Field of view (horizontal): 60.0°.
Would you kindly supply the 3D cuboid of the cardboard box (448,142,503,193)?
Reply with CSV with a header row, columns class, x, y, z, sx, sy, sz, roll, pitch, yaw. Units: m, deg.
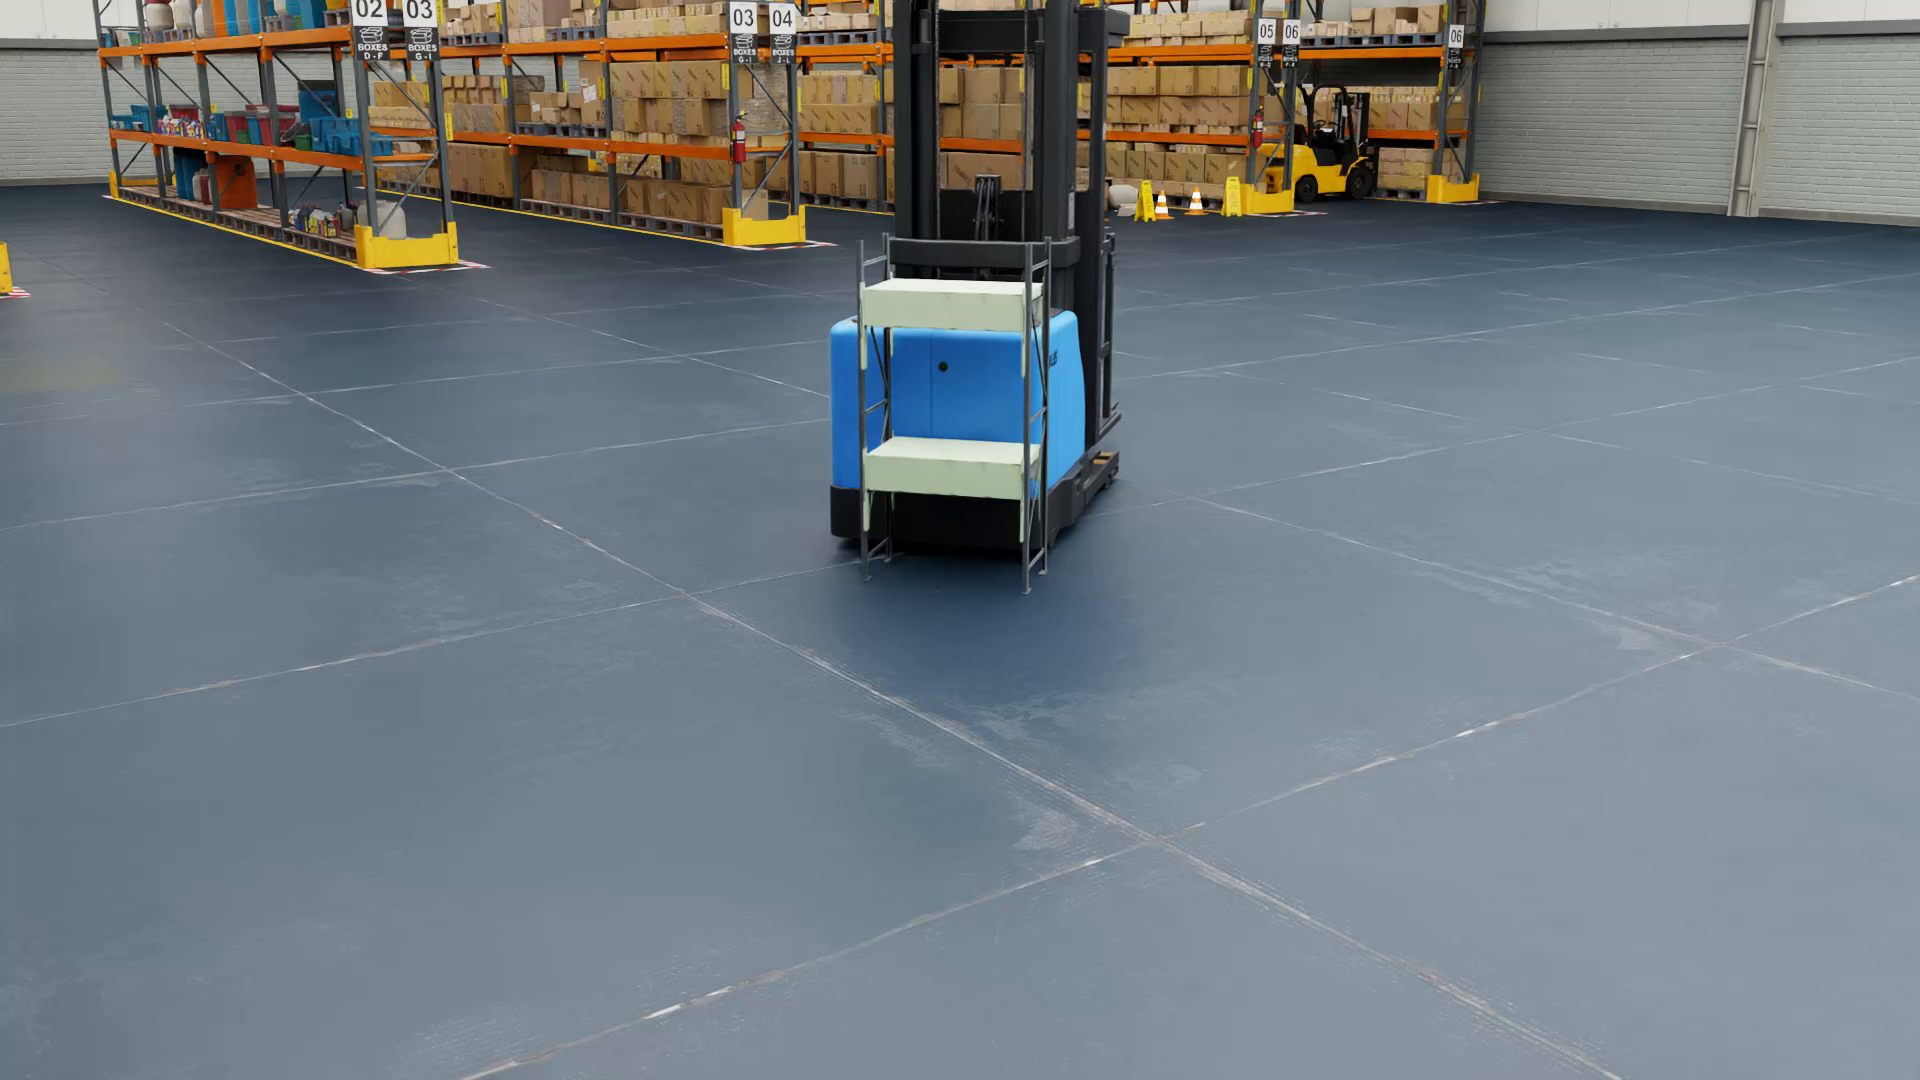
class,x,y,z,sx,sy,sz,roll,pitch,yaw
cardboard box,-8.821,-7.005,31.217,1.225,0.875,0.875,-12,19,-36

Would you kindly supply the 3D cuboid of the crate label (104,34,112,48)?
class,x,y,z,sx,sy,sz,roll,pitch,yaw
crate label,-15.817,-9.365,31.209,0.408,0.251,0.502,-11,19,-35

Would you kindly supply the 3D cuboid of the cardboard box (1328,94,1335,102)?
class,x,y,z,sx,sy,sz,roll,pitch,yaw
cardboard box,7.535,-8.778,33.048,0.380,0.149,0.250,-11,19,-35

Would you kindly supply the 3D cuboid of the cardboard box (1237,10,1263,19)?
class,x,y,z,sx,sy,sz,roll,pitch,yaw
cardboard box,4.894,-8.864,28.063,0.380,0.149,0.250,-11,19,-34

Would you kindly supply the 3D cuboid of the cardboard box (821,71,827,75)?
class,x,y,z,sx,sy,sz,roll,pitch,yaw
cardboard box,-3.019,-10.882,38.843,0.380,0.149,0.250,-11,19,-35

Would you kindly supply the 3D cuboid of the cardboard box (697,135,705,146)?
class,x,y,z,sx,sy,sz,roll,pitch,yaw
cardboard box,-3.488,-5.651,23.518,0.380,0.149,0.250,-11,19,-35

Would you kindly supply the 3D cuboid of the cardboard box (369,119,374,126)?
class,x,y,z,sx,sy,sz,roll,pitch,yaw
cardboard box,-12.150,-8.757,34.867,0.380,0.149,0.250,-11,19,-34

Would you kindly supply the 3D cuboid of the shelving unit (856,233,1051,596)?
class,x,y,z,sx,sy,sz,roll,pitch,yaw
shelving unit,-0.022,-0.559,7.278,0.755,1.500,0.431,4,16,15

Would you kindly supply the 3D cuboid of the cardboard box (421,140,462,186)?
class,x,y,z,sx,sy,sz,roll,pitch,yaw
cardboard box,-10.063,-7.483,32.962,0.875,0.875,0.875,-11,19,-35

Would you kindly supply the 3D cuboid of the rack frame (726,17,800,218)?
class,x,y,z,sx,sy,sz,roll,pitch,yaw
rack frame,-2.684,-5.589,22.815,1.000,3.000,0.127,-11,19,-35

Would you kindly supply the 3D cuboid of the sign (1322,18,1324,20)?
class,x,y,z,sx,sy,sz,roll,pitch,yaw
sign,7.441,-10.574,34.215,0.100,0.325,0.005,-11,19,-35

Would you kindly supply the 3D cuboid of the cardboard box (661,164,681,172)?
class,x,y,z,sx,sy,sz,roll,pitch,yaw
cardboard box,-6.111,-7.889,35.258,0.380,0.149,0.250,-10,18,-33

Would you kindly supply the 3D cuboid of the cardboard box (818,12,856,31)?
class,x,y,z,sx,sy,sz,roll,pitch,yaw
cardboard box,-2.173,-9.186,29.460,0.500,0.311,0.500,-12,19,-37

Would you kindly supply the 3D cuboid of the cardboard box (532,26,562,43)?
class,x,y,z,sx,sy,sz,roll,pitch,yaw
cardboard box,-6.706,-8.314,27.373,0.500,0.250,0.500,-10,18,-33

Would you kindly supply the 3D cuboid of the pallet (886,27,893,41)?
class,x,y,z,sx,sy,sz,roll,pitch,yaw
pallet,-0.492,-8.419,27.641,1.003,0.211,1.213,-11,19,-35

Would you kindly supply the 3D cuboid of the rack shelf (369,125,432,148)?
class,x,y,z,sx,sy,sz,roll,pitch,yaw
rack shelf,-10.916,-8.232,33.832,1.077,0.370,4.000,-11,19,-35

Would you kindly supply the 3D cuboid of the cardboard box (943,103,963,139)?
class,x,y,z,sx,sy,sz,roll,pitch,yaw
cardboard box,0.219,-6.842,27.108,0.875,0.550,0.500,-11,19,-35

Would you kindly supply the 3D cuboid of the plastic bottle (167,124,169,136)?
class,x,y,z,sx,sy,sz,roll,pitch,yaw
plastic bottle,-13.464,-7.001,28.350,0.097,0.201,0.097,0,15,0

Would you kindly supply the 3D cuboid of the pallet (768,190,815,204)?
class,x,y,z,sx,sy,sz,roll,pitch,yaw
pallet,-2.914,-6.521,31.501,1.003,0.211,1.213,-11,19,-35

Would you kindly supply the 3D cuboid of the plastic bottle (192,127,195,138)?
class,x,y,z,sx,sy,sz,roll,pitch,yaw
plastic bottle,-12.338,-6.592,26.856,0.097,0.201,0.097,0,15,0

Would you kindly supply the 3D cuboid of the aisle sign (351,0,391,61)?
class,x,y,z,sx,sy,sz,roll,pitch,yaw
aisle sign,-6.888,-6.013,19.438,0.394,0.787,0.004,-11,19,-35

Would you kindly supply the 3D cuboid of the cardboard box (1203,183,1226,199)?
class,x,y,z,sx,sy,sz,roll,pitch,yaw
cardboard box,4.625,-6.140,29.239,0.500,0.250,0.500,-11,19,-35

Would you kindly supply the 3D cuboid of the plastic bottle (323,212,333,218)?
class,x,y,z,sx,sy,sz,roll,pitch,yaw
plastic bottle,-8.437,-4.233,22.188,0.152,0.276,0.135,-11,19,-35

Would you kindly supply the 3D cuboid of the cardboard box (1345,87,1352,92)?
class,x,y,z,sx,sy,sz,roll,pitch,yaw
cardboard box,7.762,-8.880,32.858,0.380,0.149,0.250,-11,19,-35

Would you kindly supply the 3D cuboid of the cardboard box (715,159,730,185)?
class,x,y,z,sx,sy,sz,roll,pitch,yaw
cardboard box,-4.541,-7.364,33.241,0.500,0.500,0.500,-12,19,-37

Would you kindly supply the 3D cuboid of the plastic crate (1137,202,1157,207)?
class,x,y,z,sx,sy,sz,roll,pitch,yaw
plastic crate,3.240,-6.111,30.251,0.583,0.080,0.402,10,18,33

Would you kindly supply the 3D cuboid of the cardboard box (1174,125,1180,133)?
class,x,y,z,sx,sy,sz,roll,pitch,yaw
cardboard box,4.056,-7.382,29.842,0.380,0.149,0.250,-11,19,-35

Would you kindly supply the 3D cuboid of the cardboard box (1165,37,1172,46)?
class,x,y,z,sx,sy,sz,roll,pitch,yaw
cardboard box,3.872,-8.872,29.605,0.380,0.149,0.250,-11,19,-34

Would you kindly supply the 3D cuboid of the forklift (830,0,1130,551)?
class,x,y,z,sx,sy,sz,roll,pitch,yaw
forklift,0.264,-1.711,8.775,1.130,2.935,3.031,4,16,15

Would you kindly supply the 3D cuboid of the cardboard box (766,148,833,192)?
class,x,y,z,sx,sy,sz,roll,pitch,yaw
cardboard box,-3.031,-7.019,31.506,1.050,0.750,0.750,-11,19,-35

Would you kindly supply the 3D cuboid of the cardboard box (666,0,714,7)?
class,x,y,z,sx,sy,sz,roll,pitch,yaw
cardboard box,-3.800,-7.760,23.366,0.500,0.500,0.500,-11,19,-35

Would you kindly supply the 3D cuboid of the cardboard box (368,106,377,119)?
class,x,y,z,sx,sy,sz,roll,pitch,yaw
cardboard box,-12.028,-8.932,34.751,0.500,0.250,0.500,-11,19,-36

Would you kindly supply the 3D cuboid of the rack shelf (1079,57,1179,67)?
class,x,y,z,sx,sy,sz,roll,pitch,yaw
rack shelf,3.465,-11.134,38.754,1.077,0.370,4.000,-11,19,-35

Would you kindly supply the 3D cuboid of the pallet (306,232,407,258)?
class,x,y,z,sx,sy,sz,roll,pitch,yaw
pallet,-7.960,-3.919,21.995,1.003,0.211,1.213,-11,19,-35

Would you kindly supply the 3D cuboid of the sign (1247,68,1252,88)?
class,x,y,z,sx,sy,sz,roll,pitch,yaw
sign,4.871,-7.756,27.941,0.100,0.325,0.005,-11,19,-35

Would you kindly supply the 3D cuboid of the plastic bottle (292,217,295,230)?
class,x,y,z,sx,sy,sz,roll,pitch,yaw
plastic bottle,-9.090,-4.357,22.782,0.097,0.201,0.097,0,15,0

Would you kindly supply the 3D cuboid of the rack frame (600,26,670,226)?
class,x,y,z,sx,sy,sz,roll,pitch,yaw
rack frame,-5.036,-6.443,25.936,1.000,3.000,0.127,-11,19,-35

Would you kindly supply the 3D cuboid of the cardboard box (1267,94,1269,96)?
class,x,y,z,sx,sy,sz,roll,pitch,yaw
cardboard box,6.446,-9.205,34.606,0.380,0.149,0.250,-11,19,-35

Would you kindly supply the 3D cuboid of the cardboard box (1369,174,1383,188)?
class,x,y,z,sx,sy,sz,roll,pitch,yaw
cardboard box,8.241,-7.042,32.537,0.500,0.250,0.500,-11,19,-34

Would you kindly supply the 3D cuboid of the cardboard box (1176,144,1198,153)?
class,x,y,z,sx,sy,sz,roll,pitch,yaw
cardboard box,4.081,-6.987,29.688,0.380,0.149,0.250,-10,18,-32

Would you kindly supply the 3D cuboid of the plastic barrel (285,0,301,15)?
class,x,y,z,sx,sy,sz,roll,pitch,yaw
plastic barrel,-8.544,-7.336,21.772,0.600,0.901,0.708,-11,19,-35

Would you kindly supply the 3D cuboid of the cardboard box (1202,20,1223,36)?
class,x,y,z,sx,sy,sz,roll,pitch,yaw
cardboard box,4.529,-8.822,28.667,0.500,0.250,0.500,-11,19,-35

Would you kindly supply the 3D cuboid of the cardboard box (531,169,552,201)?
class,x,y,z,sx,sy,sz,roll,pitch,yaw
cardboard box,-6.978,-6.164,28.817,0.700,0.500,0.500,-12,19,-37

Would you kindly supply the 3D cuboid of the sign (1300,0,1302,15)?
class,x,y,z,sx,sy,sz,roll,pitch,yaw
sign,5.771,-9.080,28.231,0.100,0.325,0.005,-11,19,-35

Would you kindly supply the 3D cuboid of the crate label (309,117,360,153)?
class,x,y,z,sx,sy,sz,roll,pitch,yaw
crate label,-7.991,-5.188,21.284,0.502,0.435,0.616,-11,19,-35

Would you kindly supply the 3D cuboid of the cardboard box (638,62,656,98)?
class,x,y,z,sx,sy,sz,roll,pitch,yaw
cardboard box,-4.388,-6.768,24.476,0.500,0.500,0.500,-11,19,-35

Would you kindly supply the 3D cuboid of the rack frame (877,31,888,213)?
class,x,y,z,sx,sy,sz,roll,pitch,yaw
rack frame,-0.964,-7.192,28.670,1.000,3.000,0.127,-11,19,-35

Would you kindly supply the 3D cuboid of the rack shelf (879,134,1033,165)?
class,x,y,z,sx,sy,sz,roll,pitch,yaw
rack shelf,0.211,-6.418,27.204,1.077,0.370,4.000,-11,19,-35

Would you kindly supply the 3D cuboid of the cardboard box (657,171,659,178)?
class,x,y,z,sx,sy,sz,roll,pitch,yaw
cardboard box,-6.260,-7.827,35.595,0.380,0.149,0.250,-10,18,-33

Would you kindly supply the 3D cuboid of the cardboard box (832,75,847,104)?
class,x,y,z,sx,sy,sz,roll,pitch,yaw
cardboard box,-1.862,-8.045,29.703,0.700,0.500,0.500,-11,19,-34

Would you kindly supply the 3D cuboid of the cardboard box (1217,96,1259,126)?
class,x,y,z,sx,sy,sz,roll,pitch,yaw
cardboard box,4.790,-7.392,28.650,0.500,0.500,0.500,-11,19,-36

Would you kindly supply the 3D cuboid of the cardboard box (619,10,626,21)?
class,x,y,z,sx,sy,sz,roll,pitch,yaw
cardboard box,-4.882,-7.846,24.909,0.380,0.149,0.250,-12,19,-37

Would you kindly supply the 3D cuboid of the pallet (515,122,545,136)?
class,x,y,z,sx,sy,sz,roll,pitch,yaw
pallet,-6.883,-7.069,28.586,1.213,0.211,1.003,-11,19,-35

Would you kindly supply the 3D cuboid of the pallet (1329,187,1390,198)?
class,x,y,z,sx,sy,sz,roll,pitch,yaw
pallet,8.148,-6.971,33.145,1.003,0.211,1.213,-11,19,-35

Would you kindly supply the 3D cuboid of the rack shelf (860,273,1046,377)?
class,x,y,z,sx,sy,sz,roll,pitch,yaw
rack shelf,-0.022,-0.936,7.175,0.720,0.370,0.431,4,16,15

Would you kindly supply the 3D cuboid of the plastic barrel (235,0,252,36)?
class,x,y,z,sx,sy,sz,roll,pitch,yaw
plastic barrel,-9.901,-7.578,23.448,0.600,0.901,0.600,0,15,0
